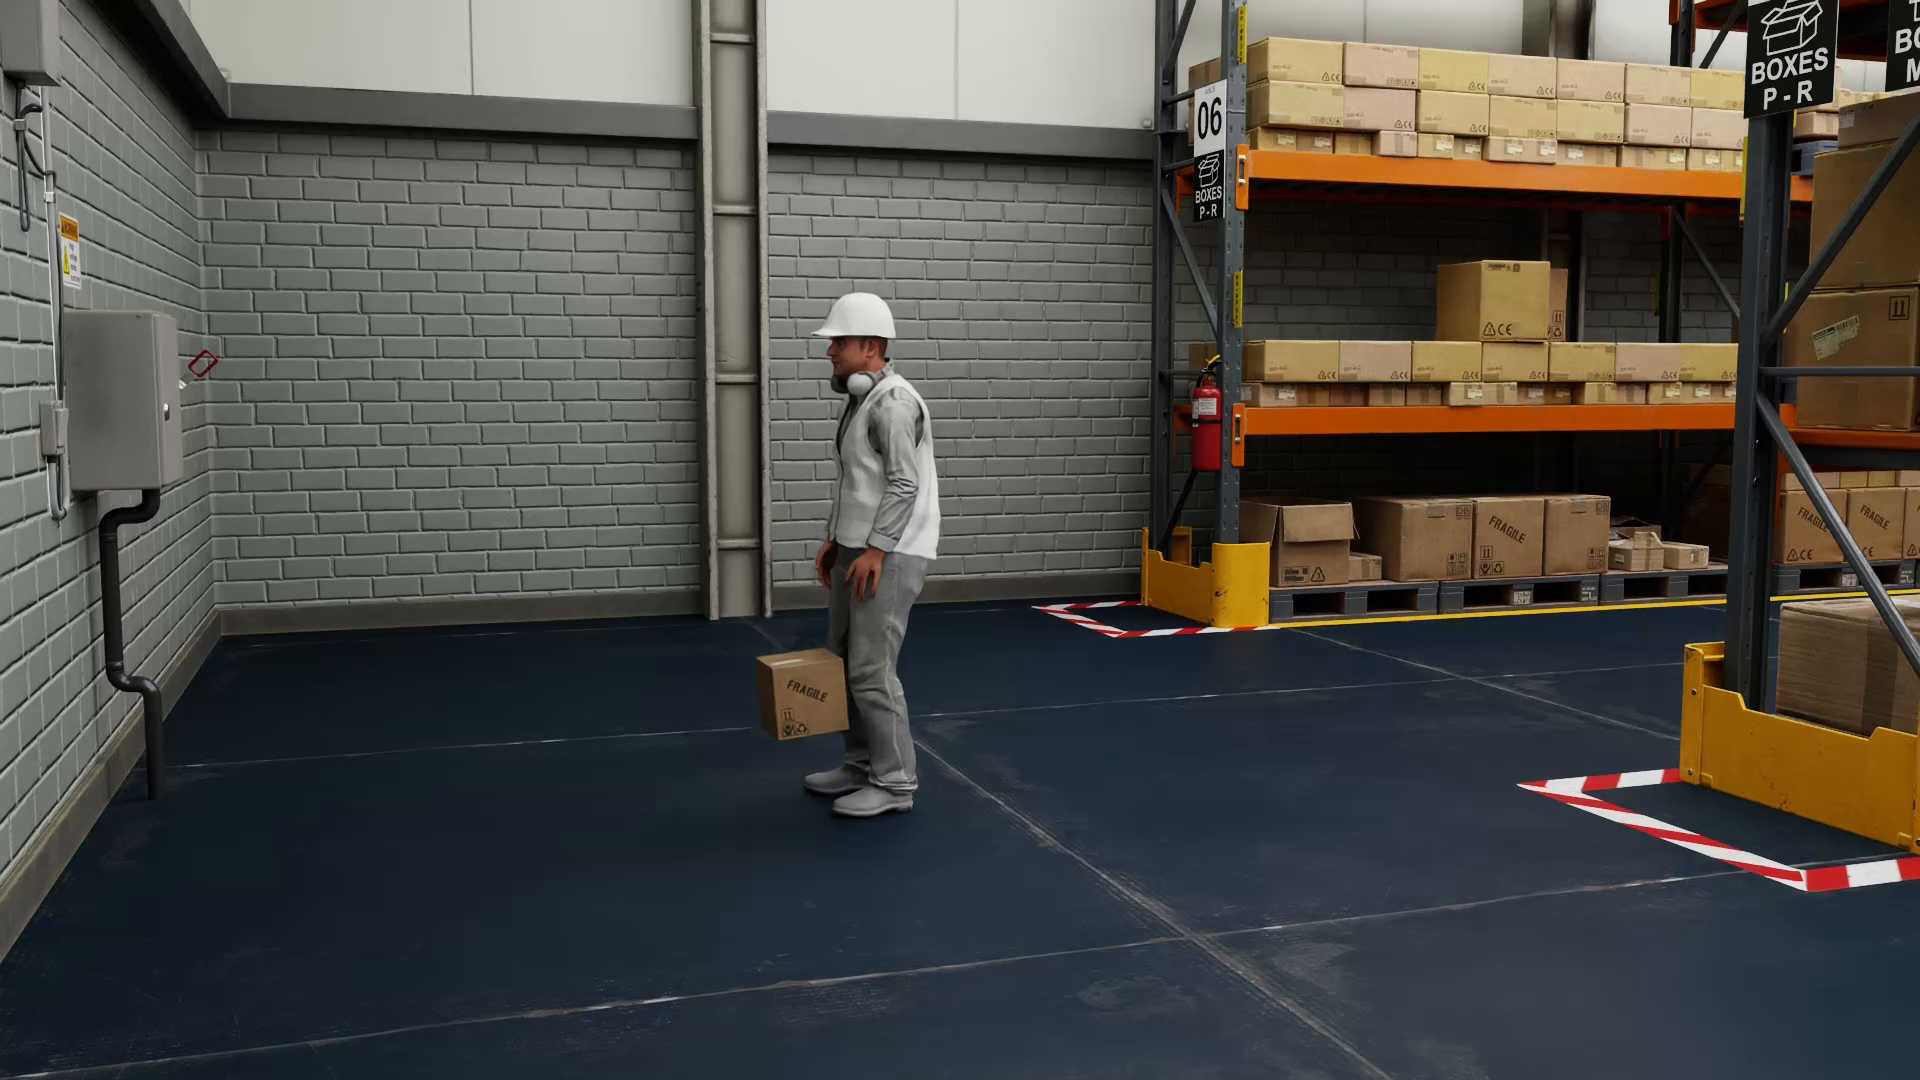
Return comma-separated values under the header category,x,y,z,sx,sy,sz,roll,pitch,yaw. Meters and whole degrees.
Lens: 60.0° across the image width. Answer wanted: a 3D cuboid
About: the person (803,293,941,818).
category,x,y,z,sx,sy,sz,roll,pitch,yaw
person,-0.300,0.041,5.760,0.439,1.775,0.563,-2,6,-20
